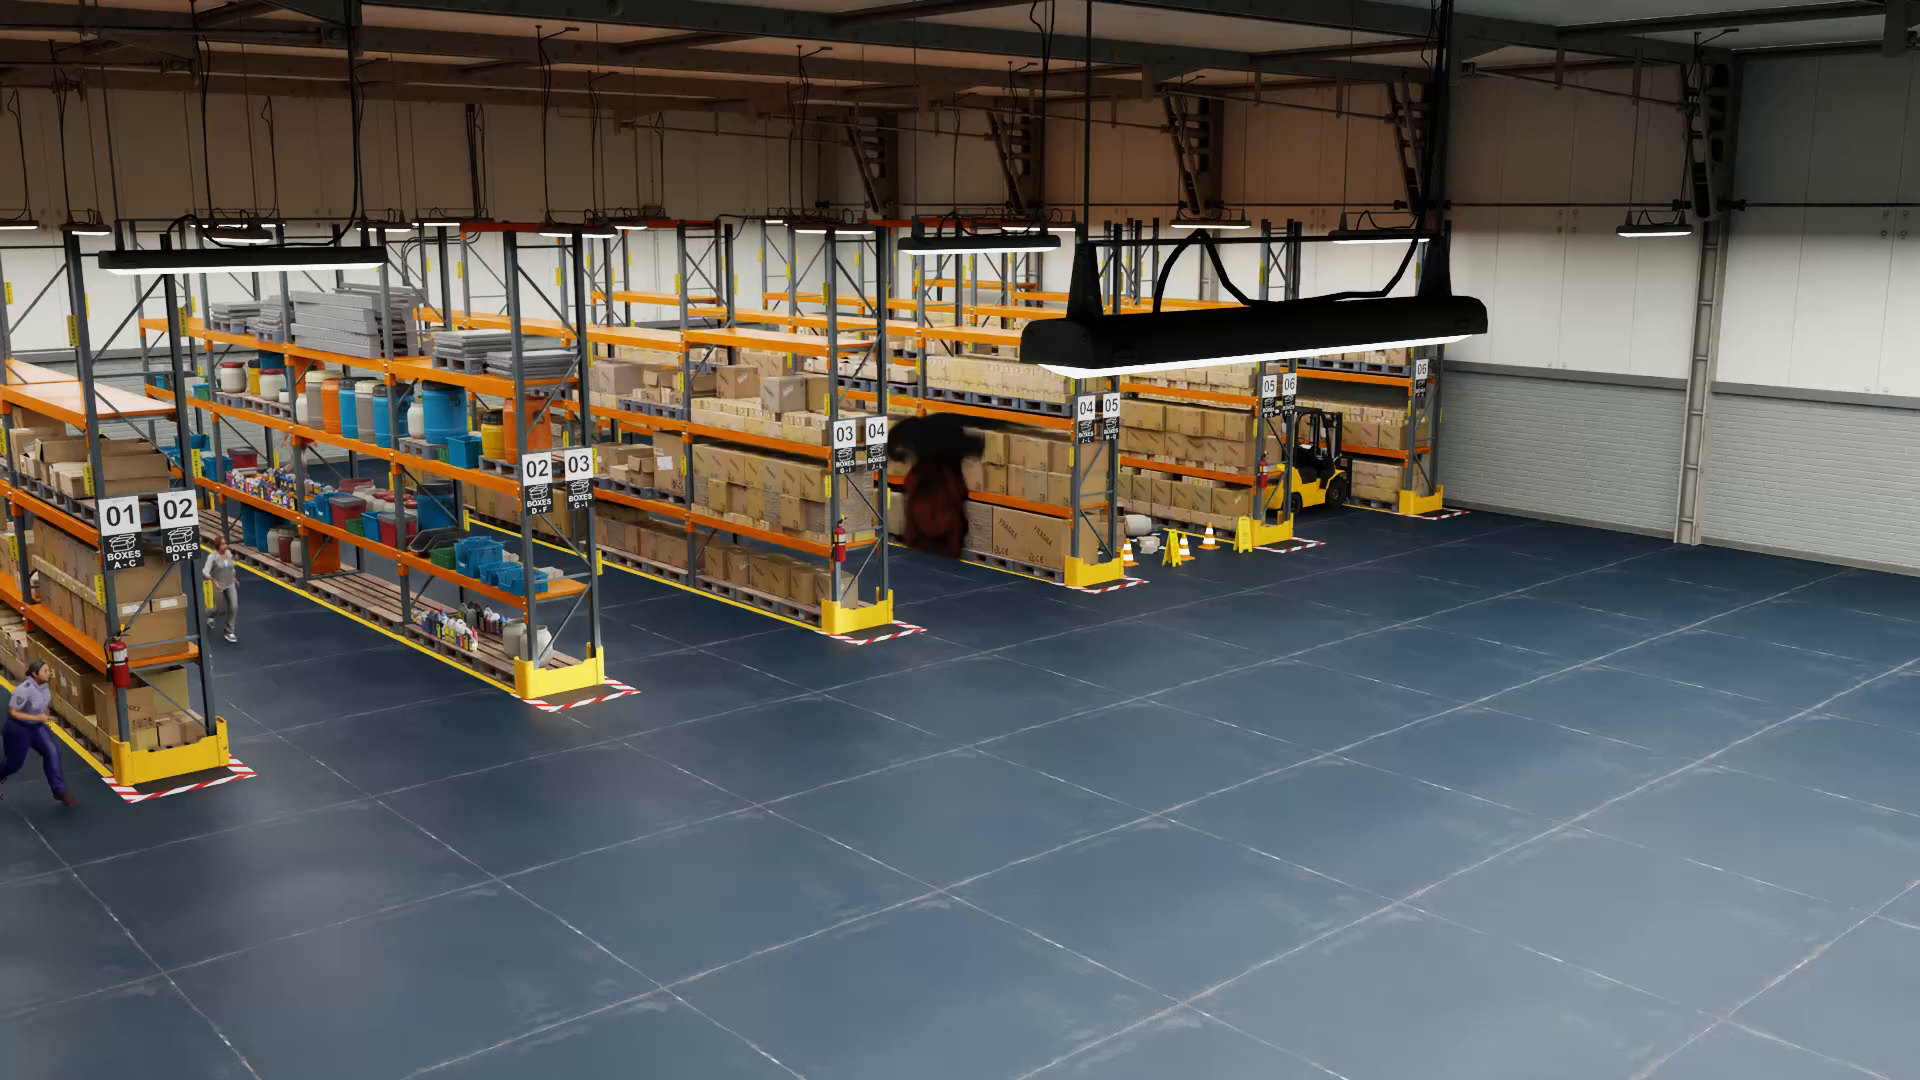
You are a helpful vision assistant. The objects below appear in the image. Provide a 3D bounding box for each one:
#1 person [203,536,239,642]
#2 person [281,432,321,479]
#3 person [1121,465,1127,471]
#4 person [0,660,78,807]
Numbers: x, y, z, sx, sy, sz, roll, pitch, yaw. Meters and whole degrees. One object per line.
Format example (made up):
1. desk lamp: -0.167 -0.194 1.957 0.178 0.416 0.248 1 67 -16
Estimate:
1. person: -10.911 0.699 24.526 0.731 1.565 0.517 9 15 39
2. person: -15.140 -1.991 38.062 1.181 1.515 0.680 5 12 22
3. person: 3.866 -1.876 36.758 0.971 1.754 0.716 10 15 42
4. person: -9.968 2.049 17.693 1.051 1.612 0.636 1 11 4
